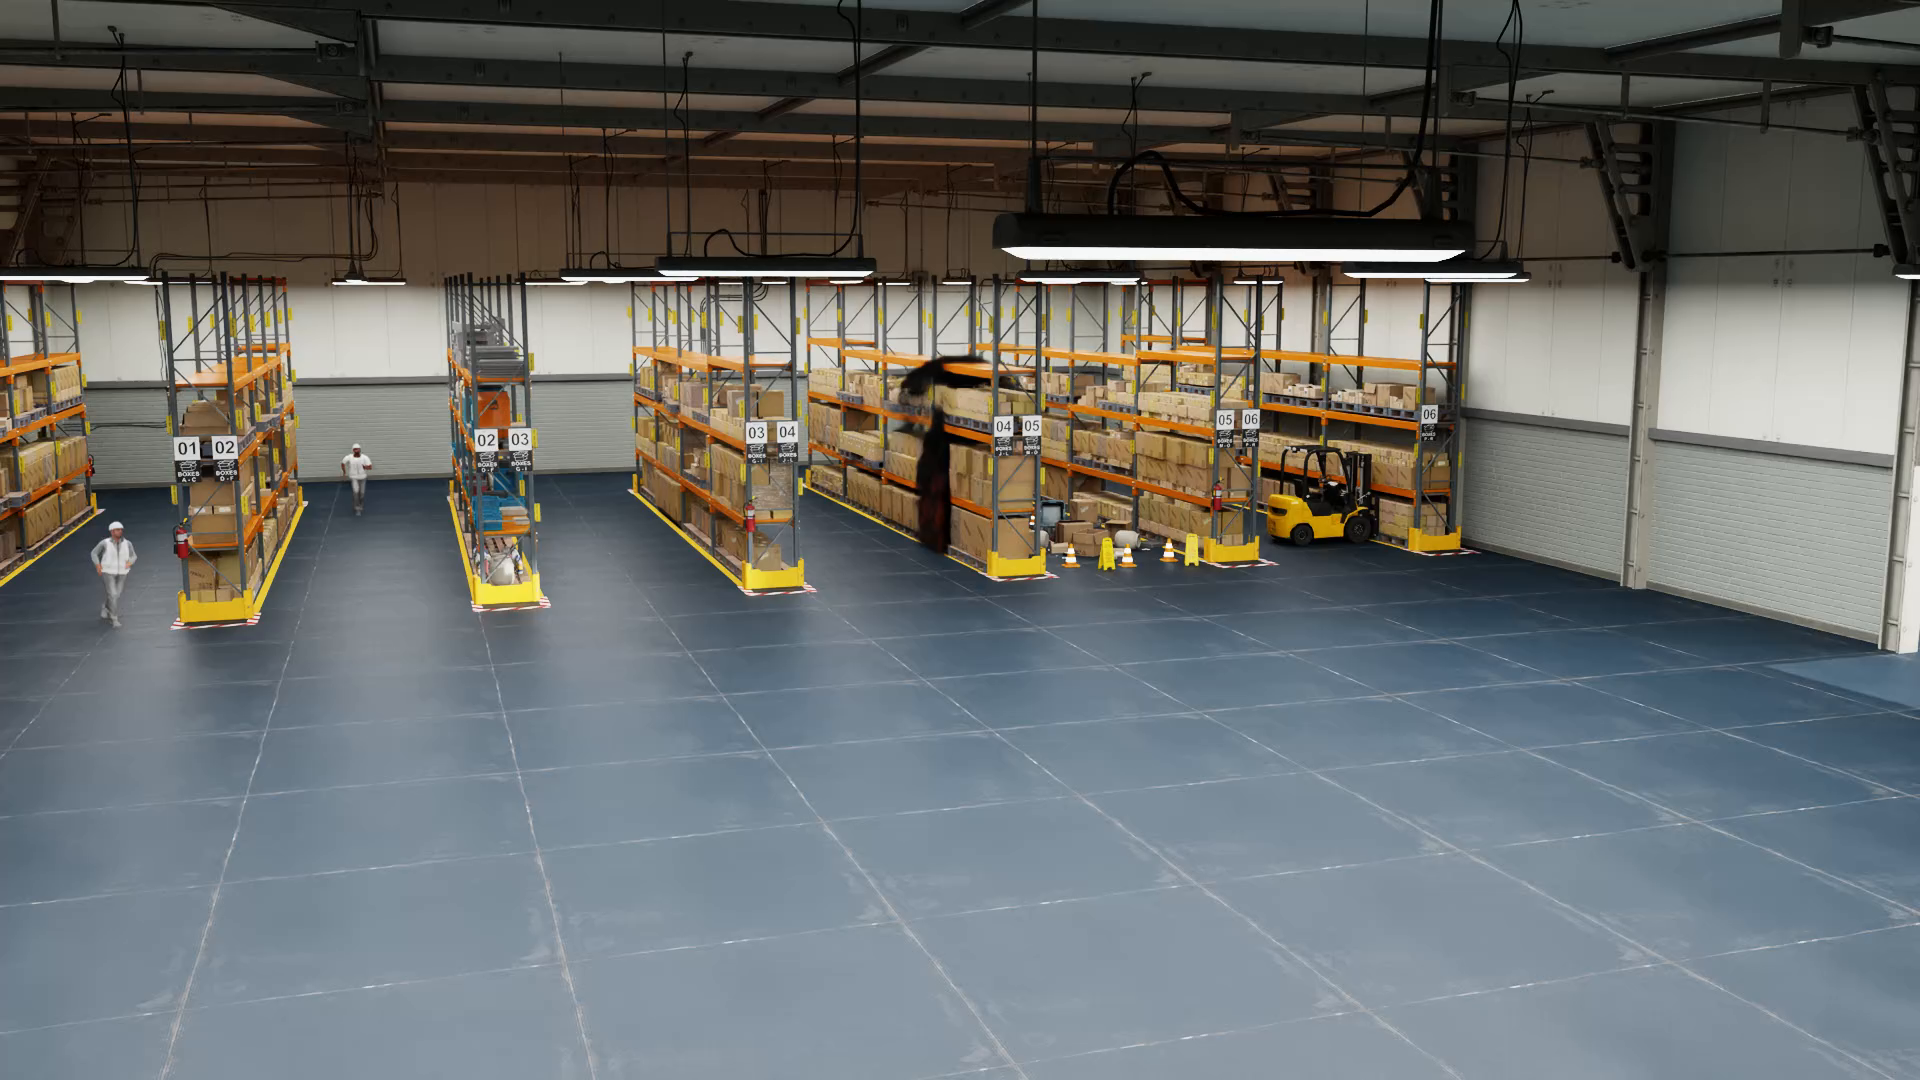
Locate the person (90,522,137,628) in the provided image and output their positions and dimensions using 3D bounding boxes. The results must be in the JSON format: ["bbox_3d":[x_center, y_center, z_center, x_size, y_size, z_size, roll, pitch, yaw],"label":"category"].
[{"bbox_3d":[-14.493,0.570,28.560,0.812,1.769,0.672,7,11,39],"label":"person"}]

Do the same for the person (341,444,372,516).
[{"bbox_3d":[-15.356,-1.547,42.410,0.677,1.824,0.805,-5,10,-31],"label":"person"}]

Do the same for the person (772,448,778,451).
[{"bbox_3d":[-4.883,-2.068,45.784,0.650,1.768,0.970,-2,9,-14],"label":"person"}]
